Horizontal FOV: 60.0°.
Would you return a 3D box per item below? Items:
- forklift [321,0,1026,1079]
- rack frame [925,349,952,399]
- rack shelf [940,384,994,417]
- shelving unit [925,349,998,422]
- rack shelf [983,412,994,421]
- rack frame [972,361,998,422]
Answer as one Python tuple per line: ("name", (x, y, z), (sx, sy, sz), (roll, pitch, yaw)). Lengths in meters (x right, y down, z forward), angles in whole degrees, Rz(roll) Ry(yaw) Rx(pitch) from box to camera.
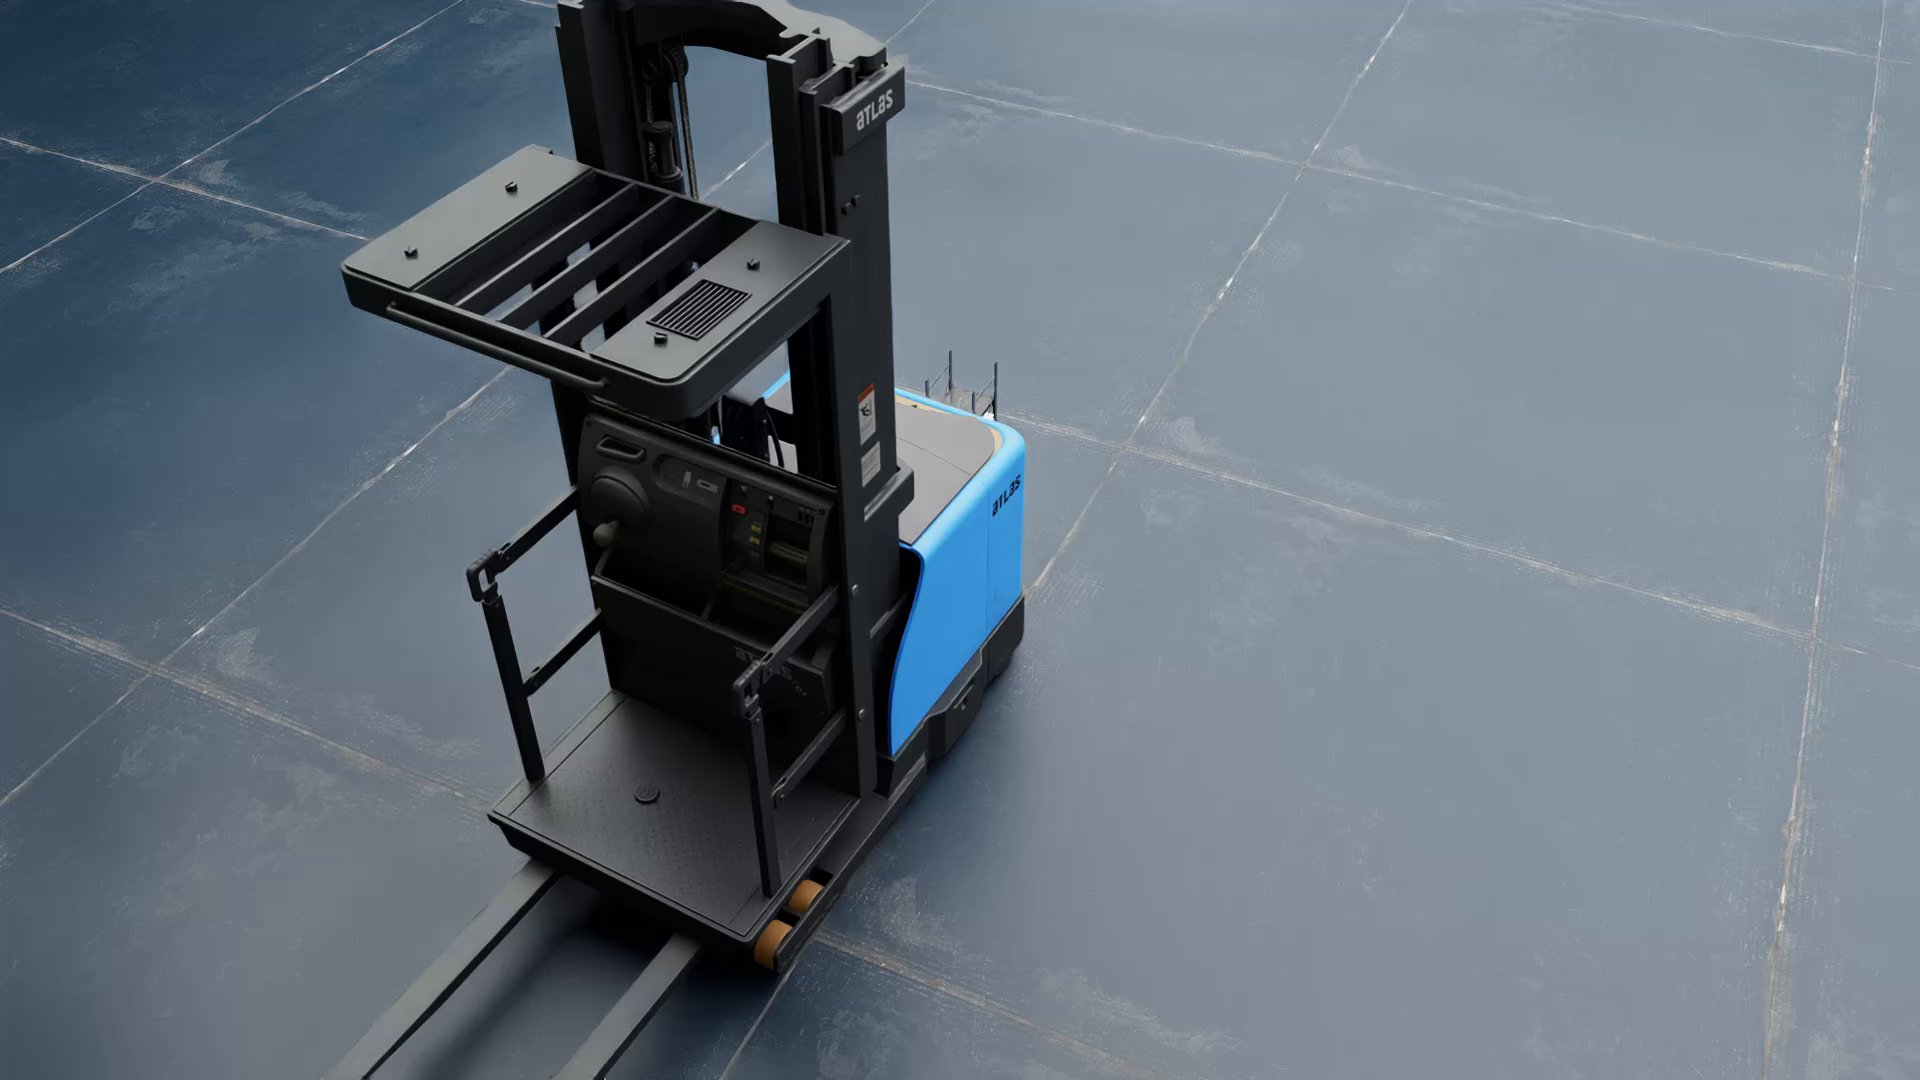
("forklift", (-0.909, -0.010, 5.024), (1.130, 2.935, 3.031), (20, 45, 22))
("rack frame", (-0.085, -0.366, 6.985), (0.006, 0.900, 0.240), (17, 44, 19))
("rack shelf", (0.007, -0.517, 6.798), (0.200, 0.077, 0.258), (17, 44, 19))
("shelving unit", (0.007, -0.338, 6.953), (0.210, 0.900, 0.258), (17, 44, 19))
("rack shelf", (0.007, -0.449, 6.857), (0.200, 0.077, 0.258), (17, 44, 19))
("rack frame", (0.099, -0.310, 6.920), (0.006, 0.900, 0.240), (17, 44, 19))
